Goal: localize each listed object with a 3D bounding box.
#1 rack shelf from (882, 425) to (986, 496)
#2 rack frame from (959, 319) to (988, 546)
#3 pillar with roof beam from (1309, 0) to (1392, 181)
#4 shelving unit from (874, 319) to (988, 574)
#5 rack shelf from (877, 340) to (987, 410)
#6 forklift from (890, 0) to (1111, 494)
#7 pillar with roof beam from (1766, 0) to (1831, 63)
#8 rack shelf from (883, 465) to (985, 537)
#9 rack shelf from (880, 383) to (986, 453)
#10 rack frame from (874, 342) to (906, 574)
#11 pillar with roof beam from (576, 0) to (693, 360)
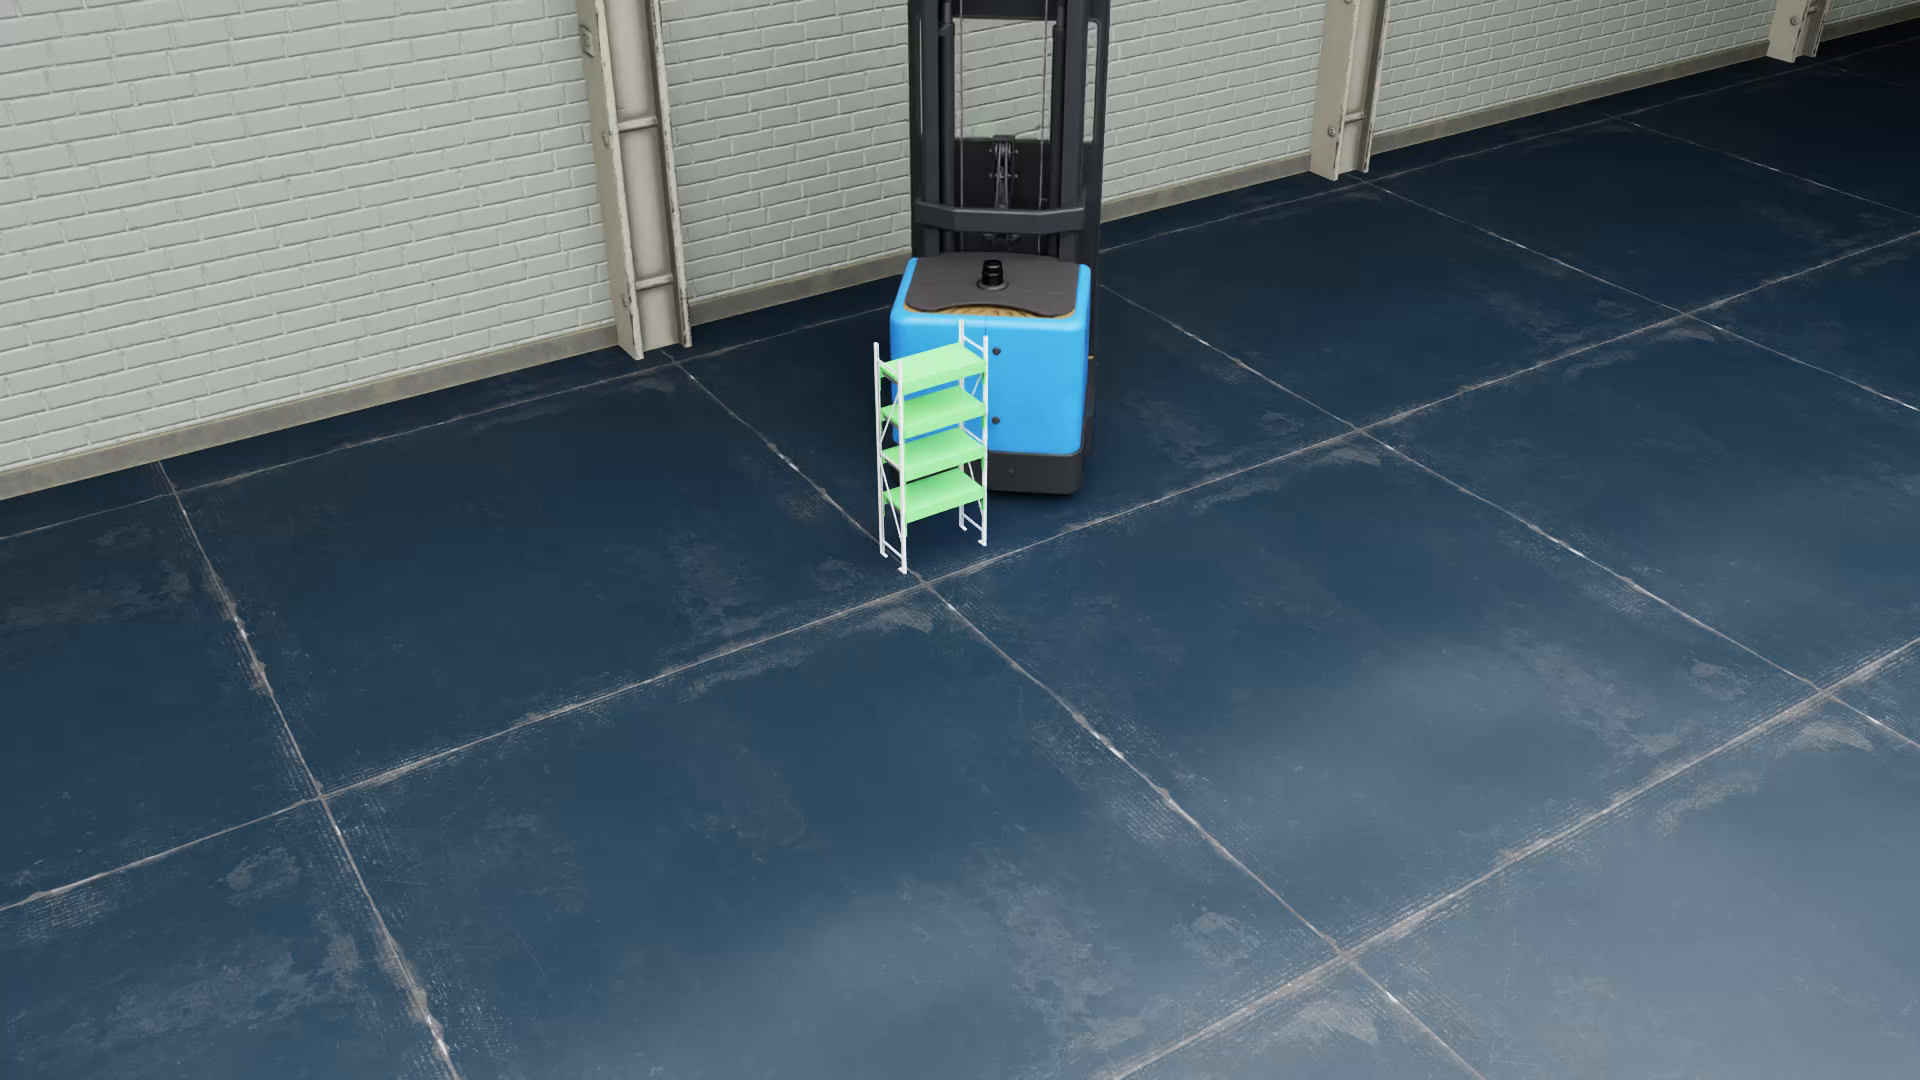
[{"bbox_3d":[-0.139,-0.406,8.388,0.480,0.148,0.258,-19,37,-27],"label":"rack shelf"},{"bbox_3d":[0.066,-0.530,8.466,0.015,1.200,0.240,-19,37,-27],"label":"rack frame"},{"bbox_3d":[5.400,-4.877,8.048,0.400,9.000,9.100,-19,37,-27],"label":"pillar with roof beam"},{"bbox_3d":[-0.139,-0.460,8.354,0.503,1.200,0.258,-19,37,-27],"label":"shelving unit"},{"bbox_3d":[-0.139,-0.812,8.132,0.480,0.148,0.258,-19,37,-27],"label":"rack shelf"},{"bbox_3d":[0.288,-2.254,9.576,1.130,2.935,3.031,3,32,5],"label":"forklift"},{"bbox_3d":[10.443,-6.612,10.797,0.400,9.000,9.100,-19,37,-27],"label":"pillar with roof beam"},{"bbox_3d":[-0.139,-0.203,8.516,0.480,0.148,0.258,-19,37,-27],"label":"rack shelf"},{"bbox_3d":[-0.139,-0.609,8.260,0.480,0.148,0.258,-19,37,-27],"label":"rack shelf"},{"bbox_3d":[-0.344,-0.389,8.242,0.015,1.200,0.240,-19,37,-27],"label":"rack frame"},{"bbox_3d":[0.357,-3.143,5.298,0.400,9.000,9.100,-19,37,-27],"label":"pillar with roof beam"}]
